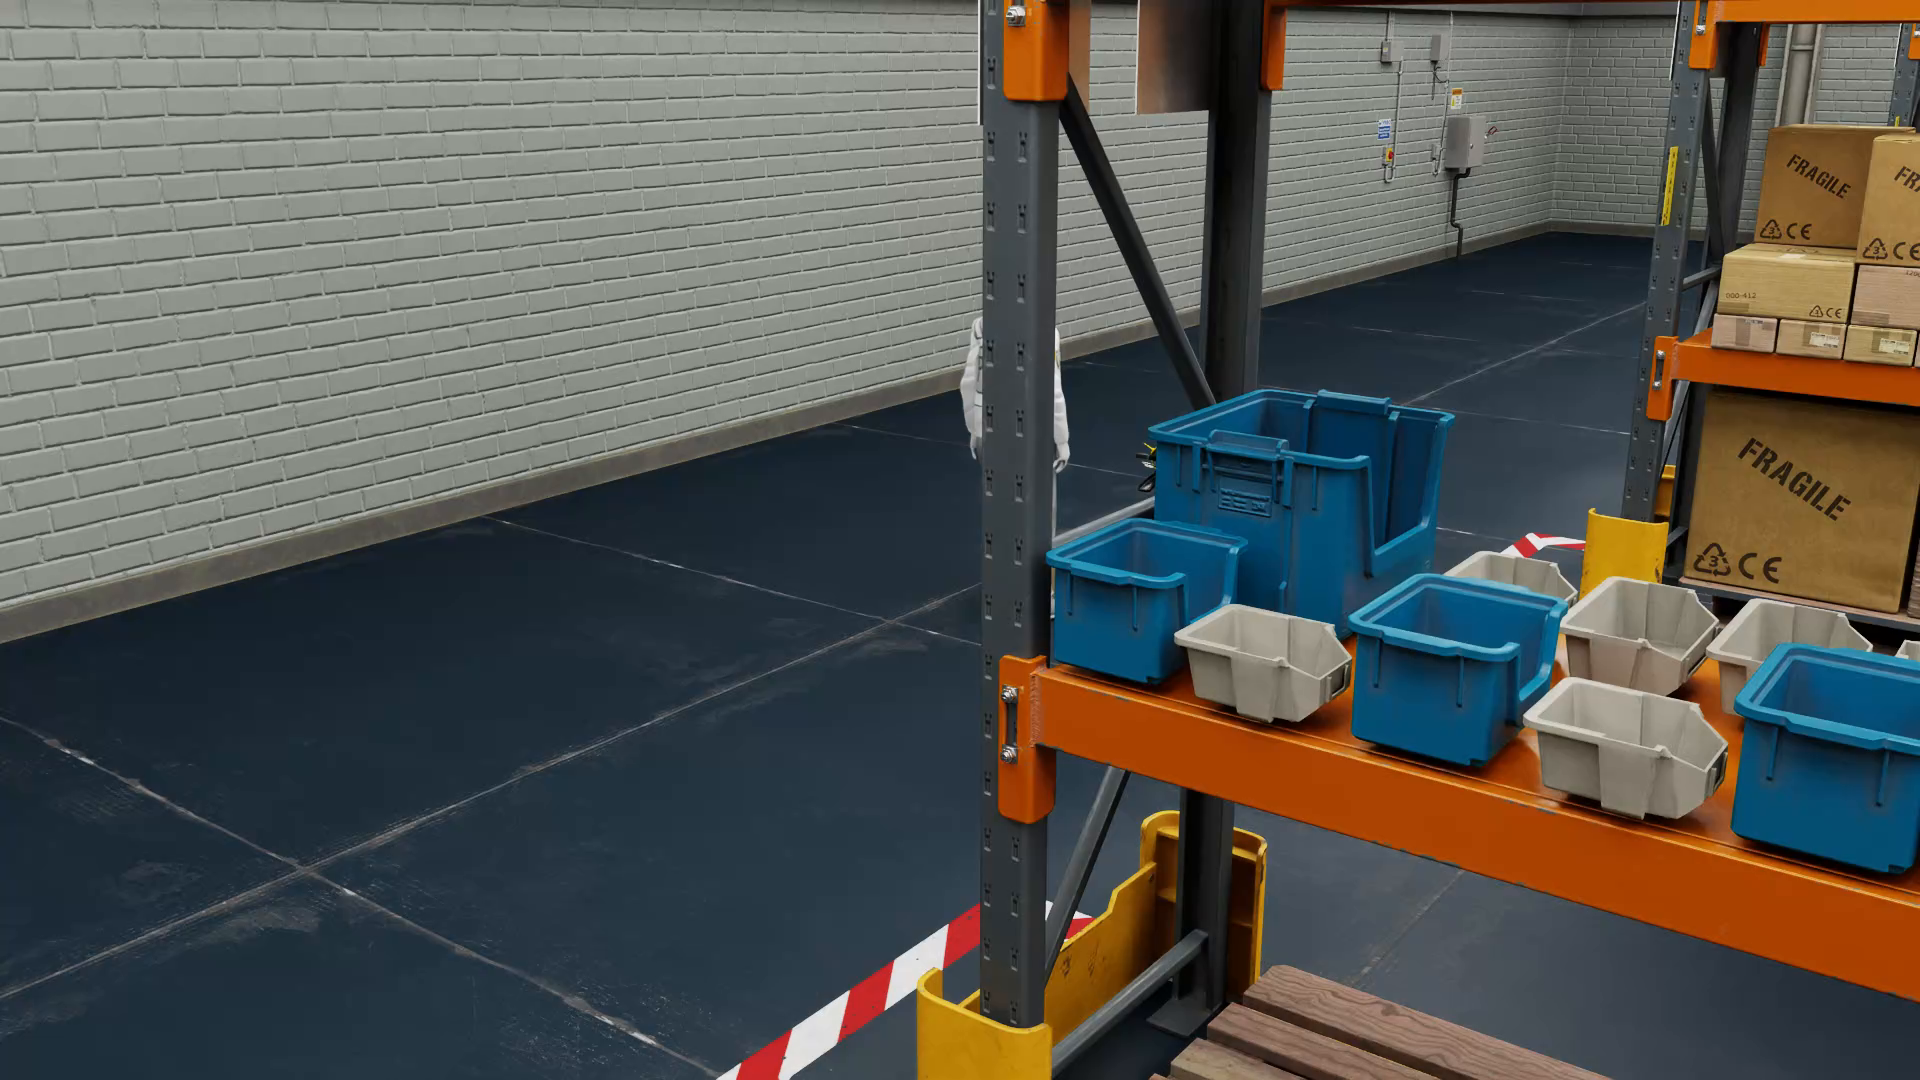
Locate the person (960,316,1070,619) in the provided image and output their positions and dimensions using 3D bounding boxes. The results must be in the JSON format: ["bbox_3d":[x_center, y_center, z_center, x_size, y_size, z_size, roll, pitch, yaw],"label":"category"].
[{"bbox_3d":[0.258,-0.461,7.575,0.537,1.661,0.373,11,20,32],"label":"person"}]
